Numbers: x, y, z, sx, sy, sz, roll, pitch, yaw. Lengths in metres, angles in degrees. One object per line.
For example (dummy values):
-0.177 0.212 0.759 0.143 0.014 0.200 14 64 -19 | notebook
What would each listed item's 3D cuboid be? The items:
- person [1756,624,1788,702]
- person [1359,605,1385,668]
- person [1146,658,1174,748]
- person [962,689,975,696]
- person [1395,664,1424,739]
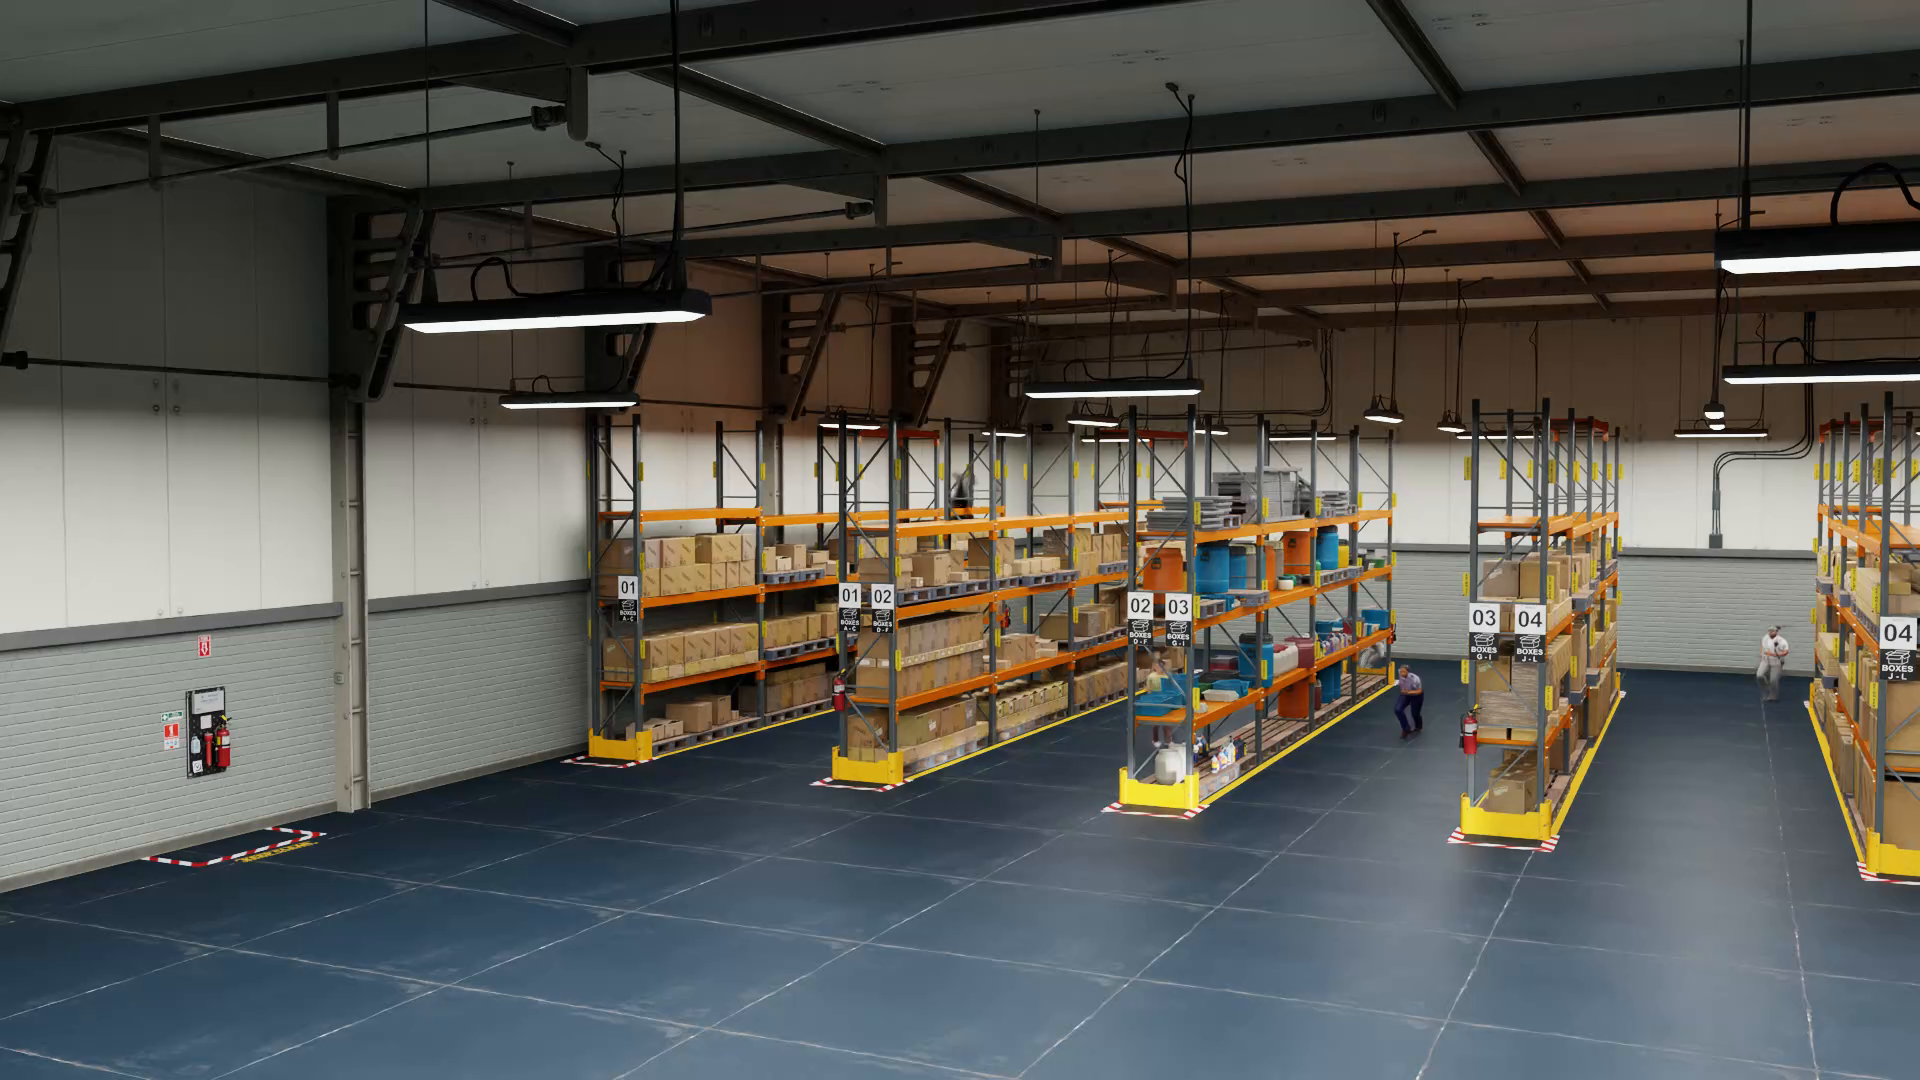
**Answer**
17.717 2.680 36.217 0.724 1.726 0.656 -2 3 -44 | person
10.076 2.460 40.614 0.709 1.560 0.521 -1 2 -17 | person
3.635 2.949 30.113 0.554 1.644 0.561 0 2 -7 | person
0.105 2.671 35.233 0.596 1.604 0.624 0 2 -9 | person
8.533 3.024 31.360 0.592 1.424 1.092 2 3 39 | person
